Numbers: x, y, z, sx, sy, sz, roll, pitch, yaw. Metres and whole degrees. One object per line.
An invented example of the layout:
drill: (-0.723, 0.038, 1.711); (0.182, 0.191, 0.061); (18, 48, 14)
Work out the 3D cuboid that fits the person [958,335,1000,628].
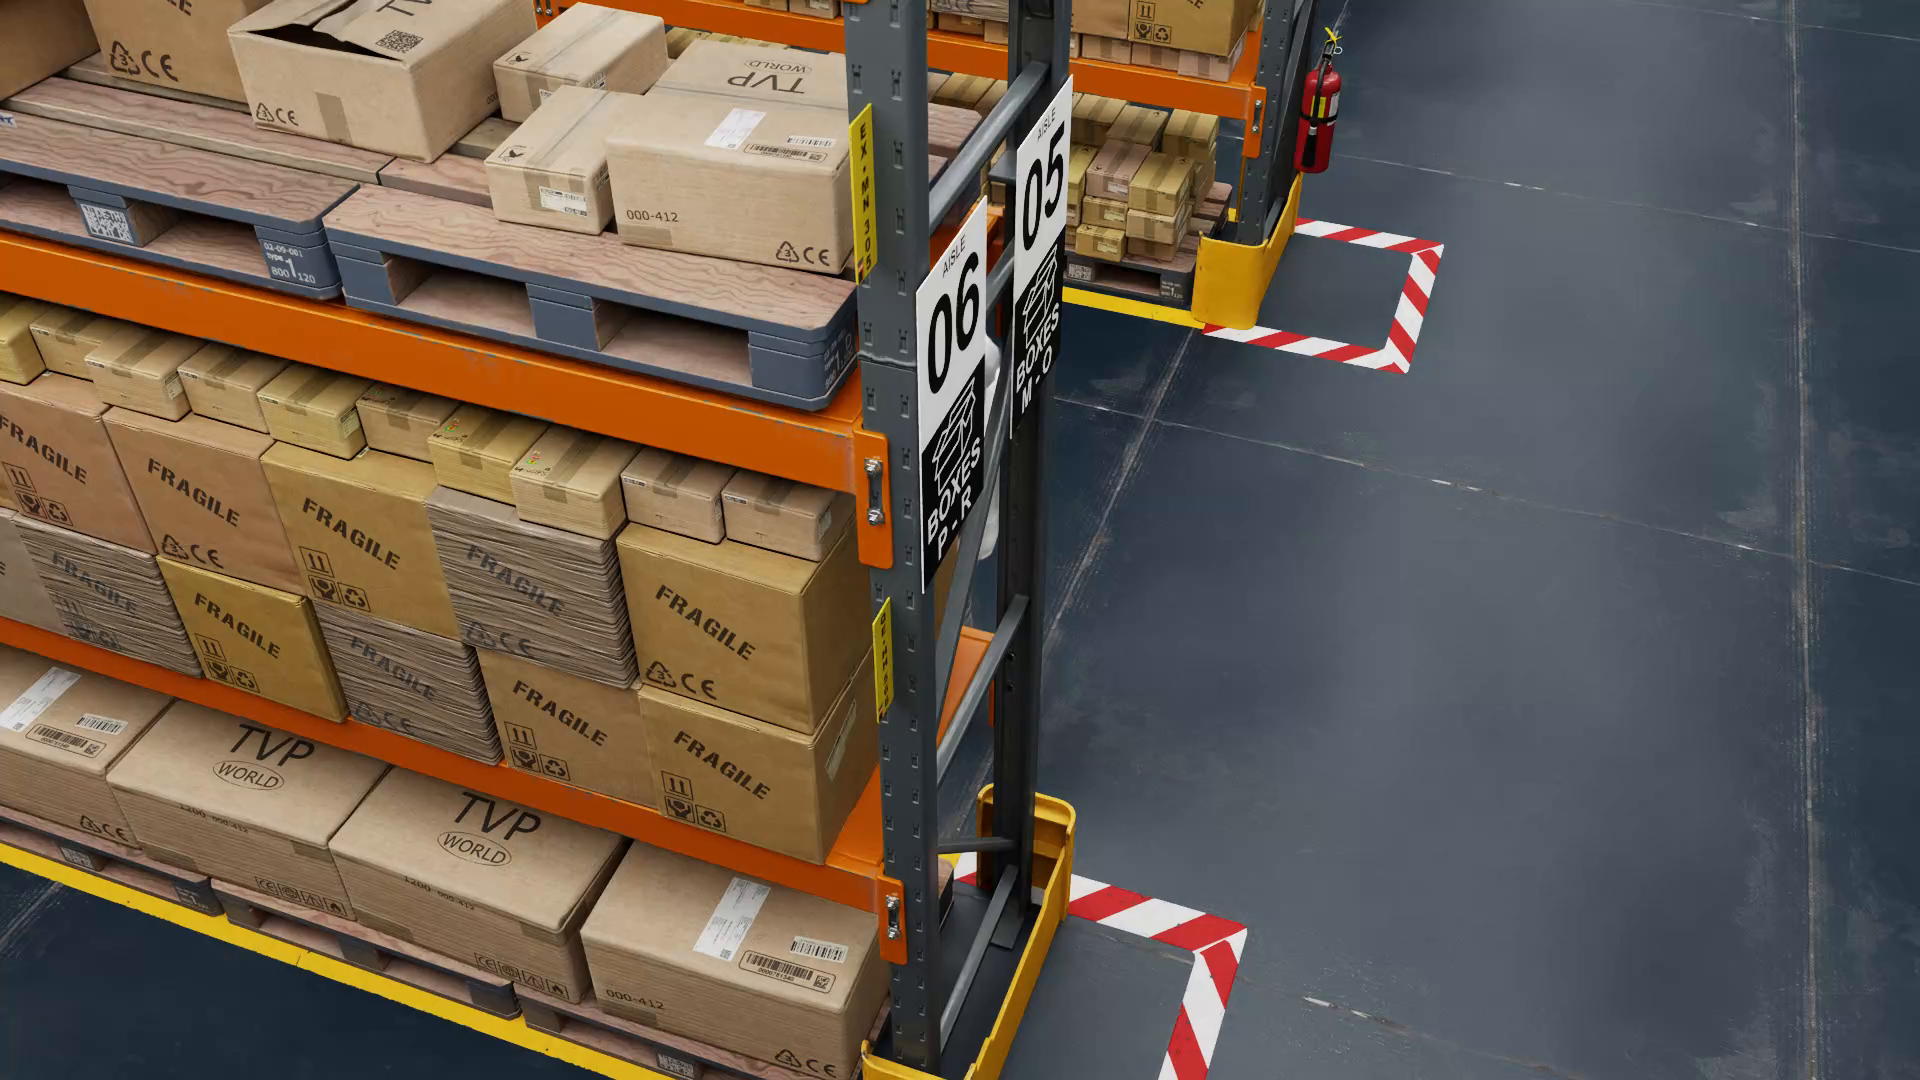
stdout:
person: (-0.092, -0.073, 6.214); (0.577, 1.782, 0.655); (9, 42, 10)
